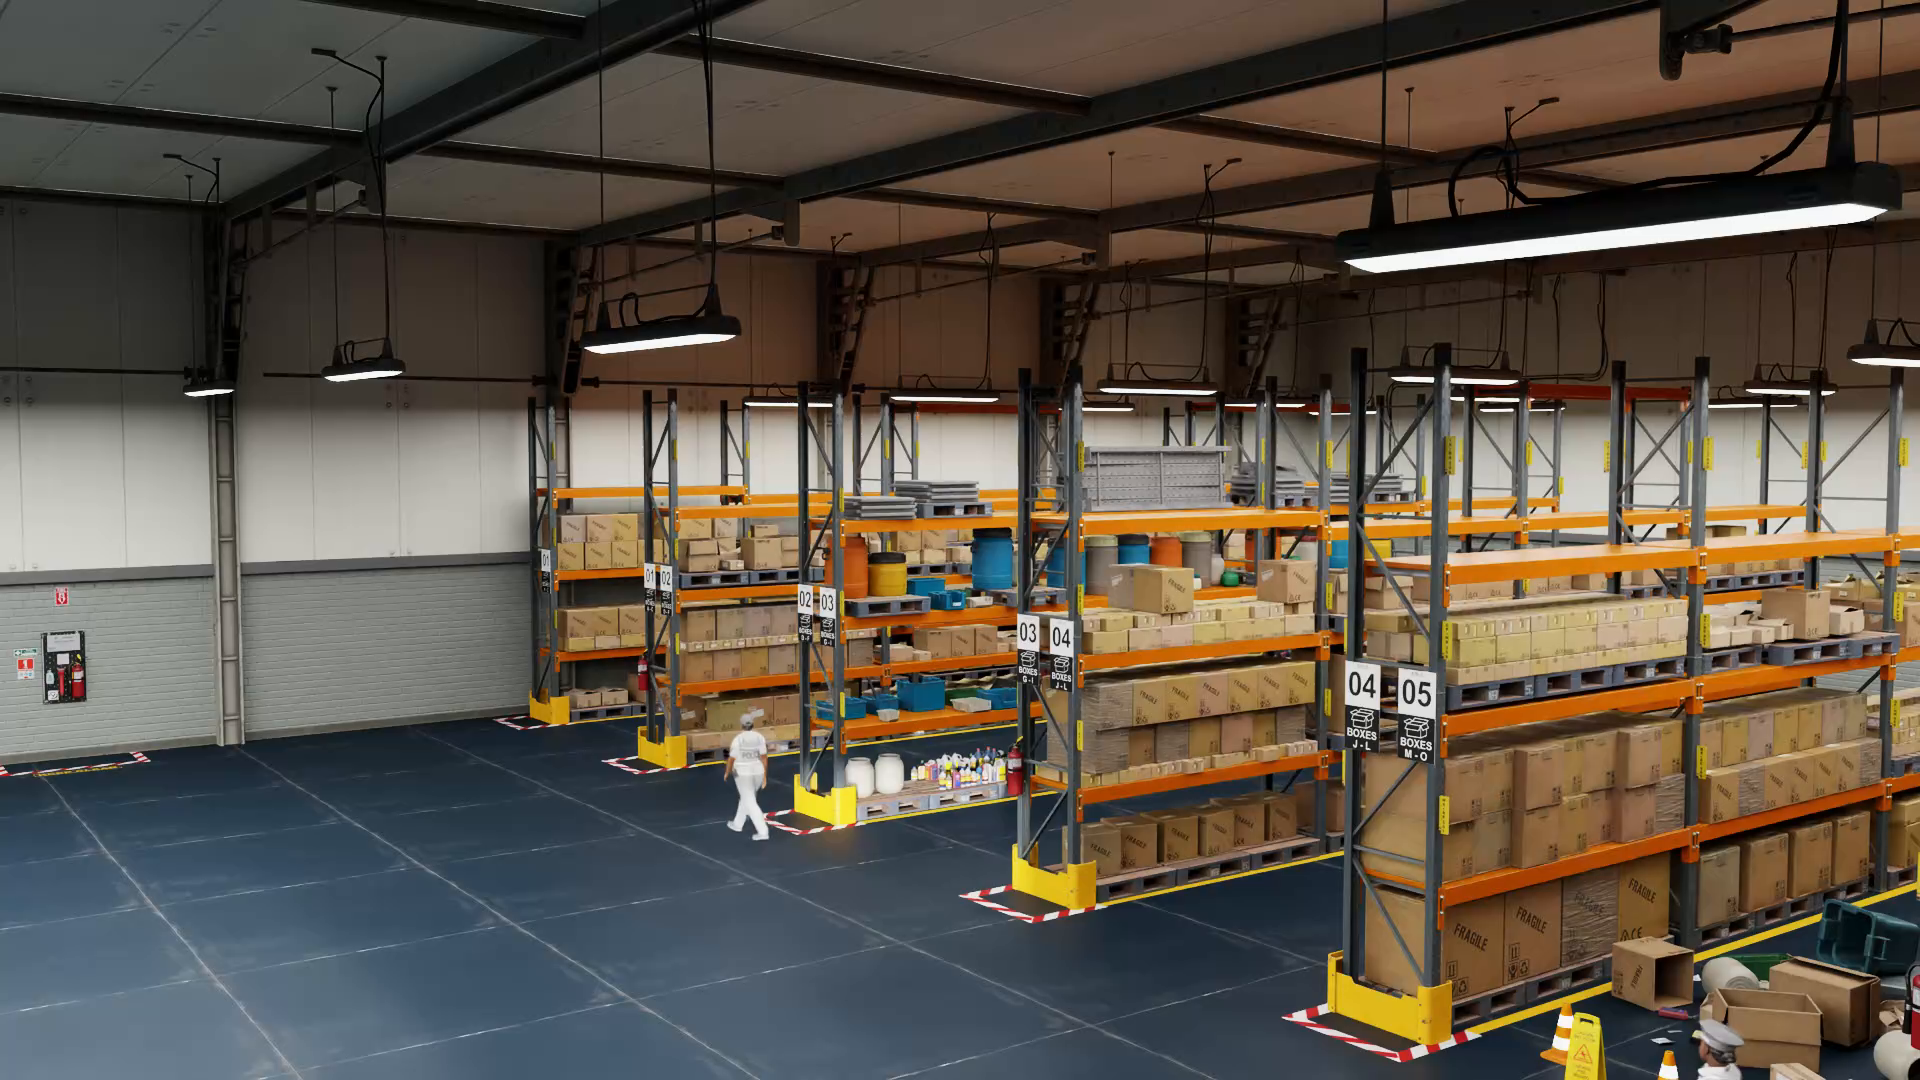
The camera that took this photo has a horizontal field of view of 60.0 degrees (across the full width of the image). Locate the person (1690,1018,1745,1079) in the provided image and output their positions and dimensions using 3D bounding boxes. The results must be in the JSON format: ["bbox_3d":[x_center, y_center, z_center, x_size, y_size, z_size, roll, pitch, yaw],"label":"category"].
[{"bbox_3d":[4.554,3.725,10.045,0.419,1.702,0.624,2,4,24],"label":"person"}]

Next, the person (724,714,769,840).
[{"bbox_3d":[-2.815,3.057,21.643,0.971,1.612,0.489,3,4,38],"label":"person"}]

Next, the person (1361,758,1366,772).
[{"bbox_3d":[6.222,2.787,25.914,0.373,1.763,0.573,2,4,26],"label":"person"}]
